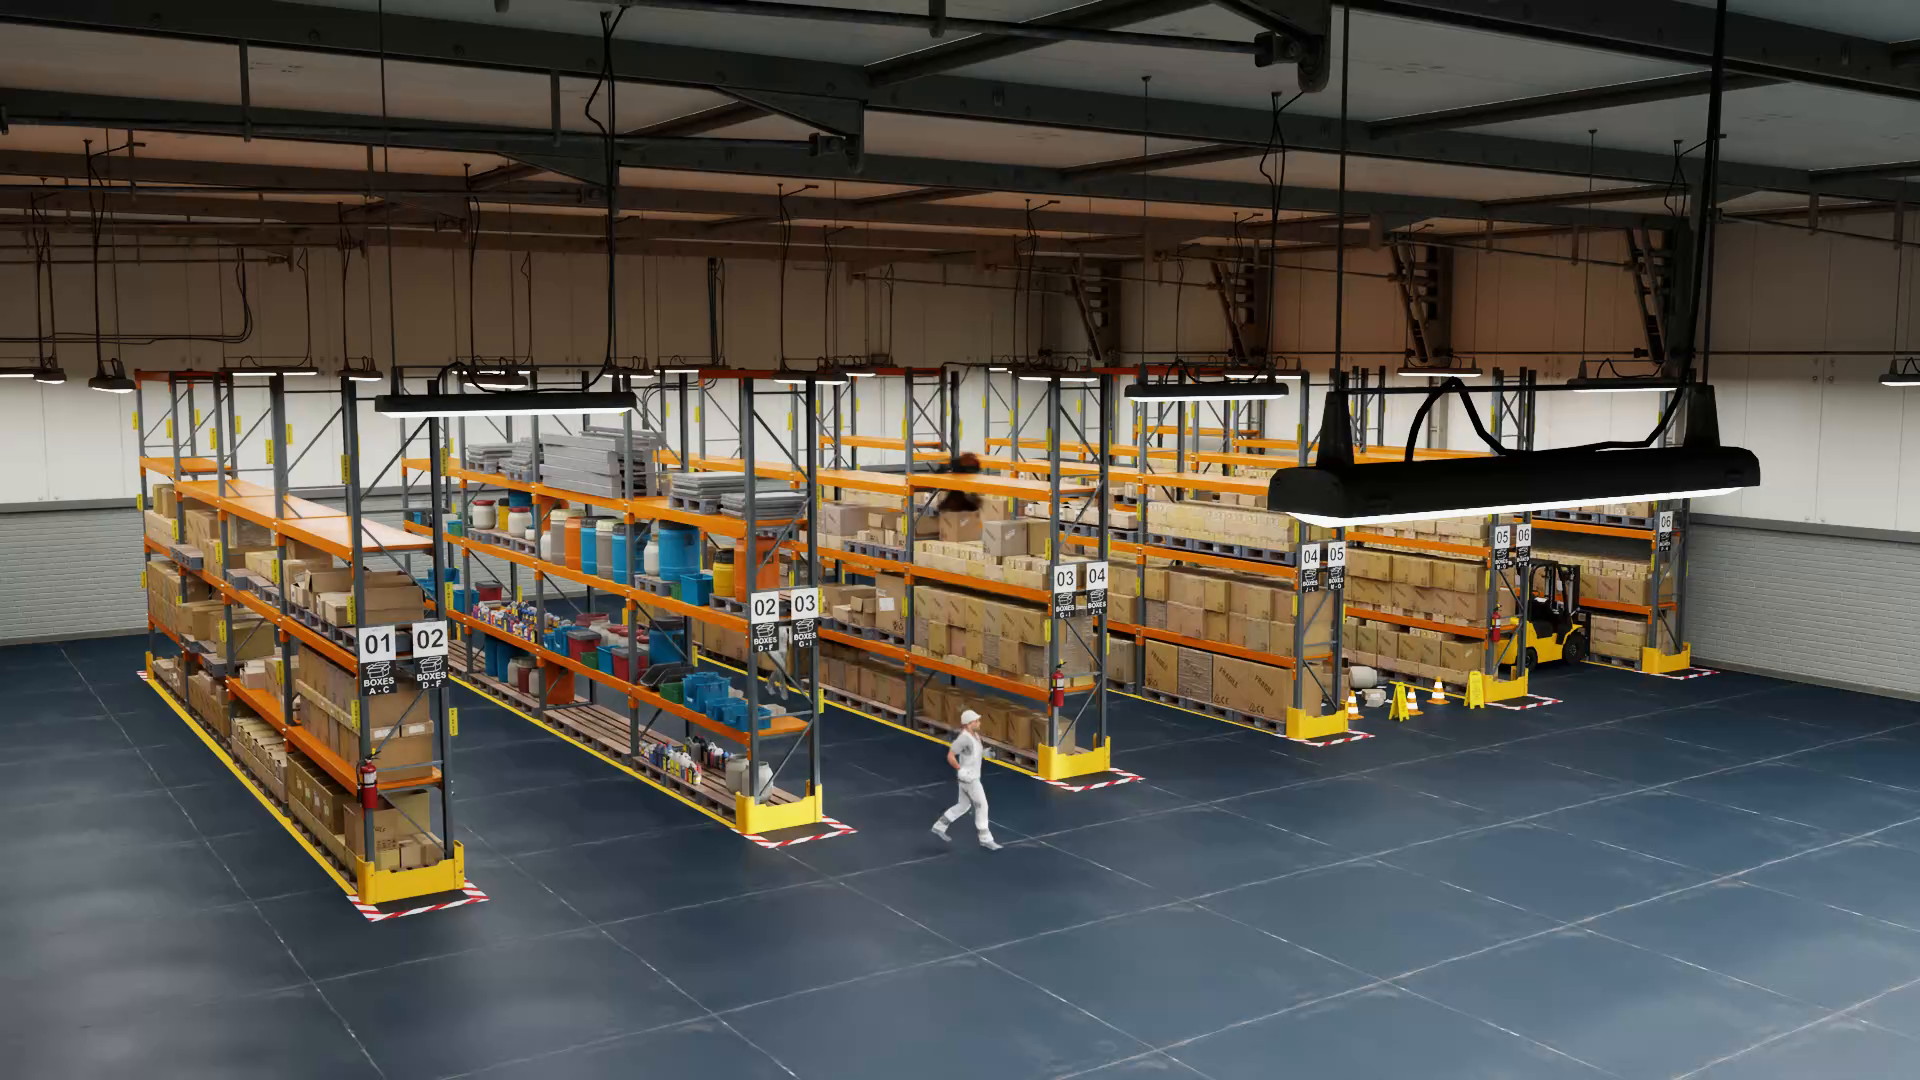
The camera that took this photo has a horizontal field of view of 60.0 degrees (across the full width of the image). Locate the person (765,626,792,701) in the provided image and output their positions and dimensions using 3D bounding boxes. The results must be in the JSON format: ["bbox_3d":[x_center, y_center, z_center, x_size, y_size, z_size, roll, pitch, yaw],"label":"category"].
[{"bbox_3d":[-3.270,2.006,29.748,0.636,1.638,0.835,-4,8,-33],"label":"person"}]

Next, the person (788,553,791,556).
[{"bbox_3d":[-4.096,0.884,41.338,0.746,1.689,0.648,-6,9,-41],"label":"person"}]

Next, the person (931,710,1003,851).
[{"bbox_3d":[0.089,3.047,21.203,0.929,1.803,0.634,0,6,2],"label":"person"}]
